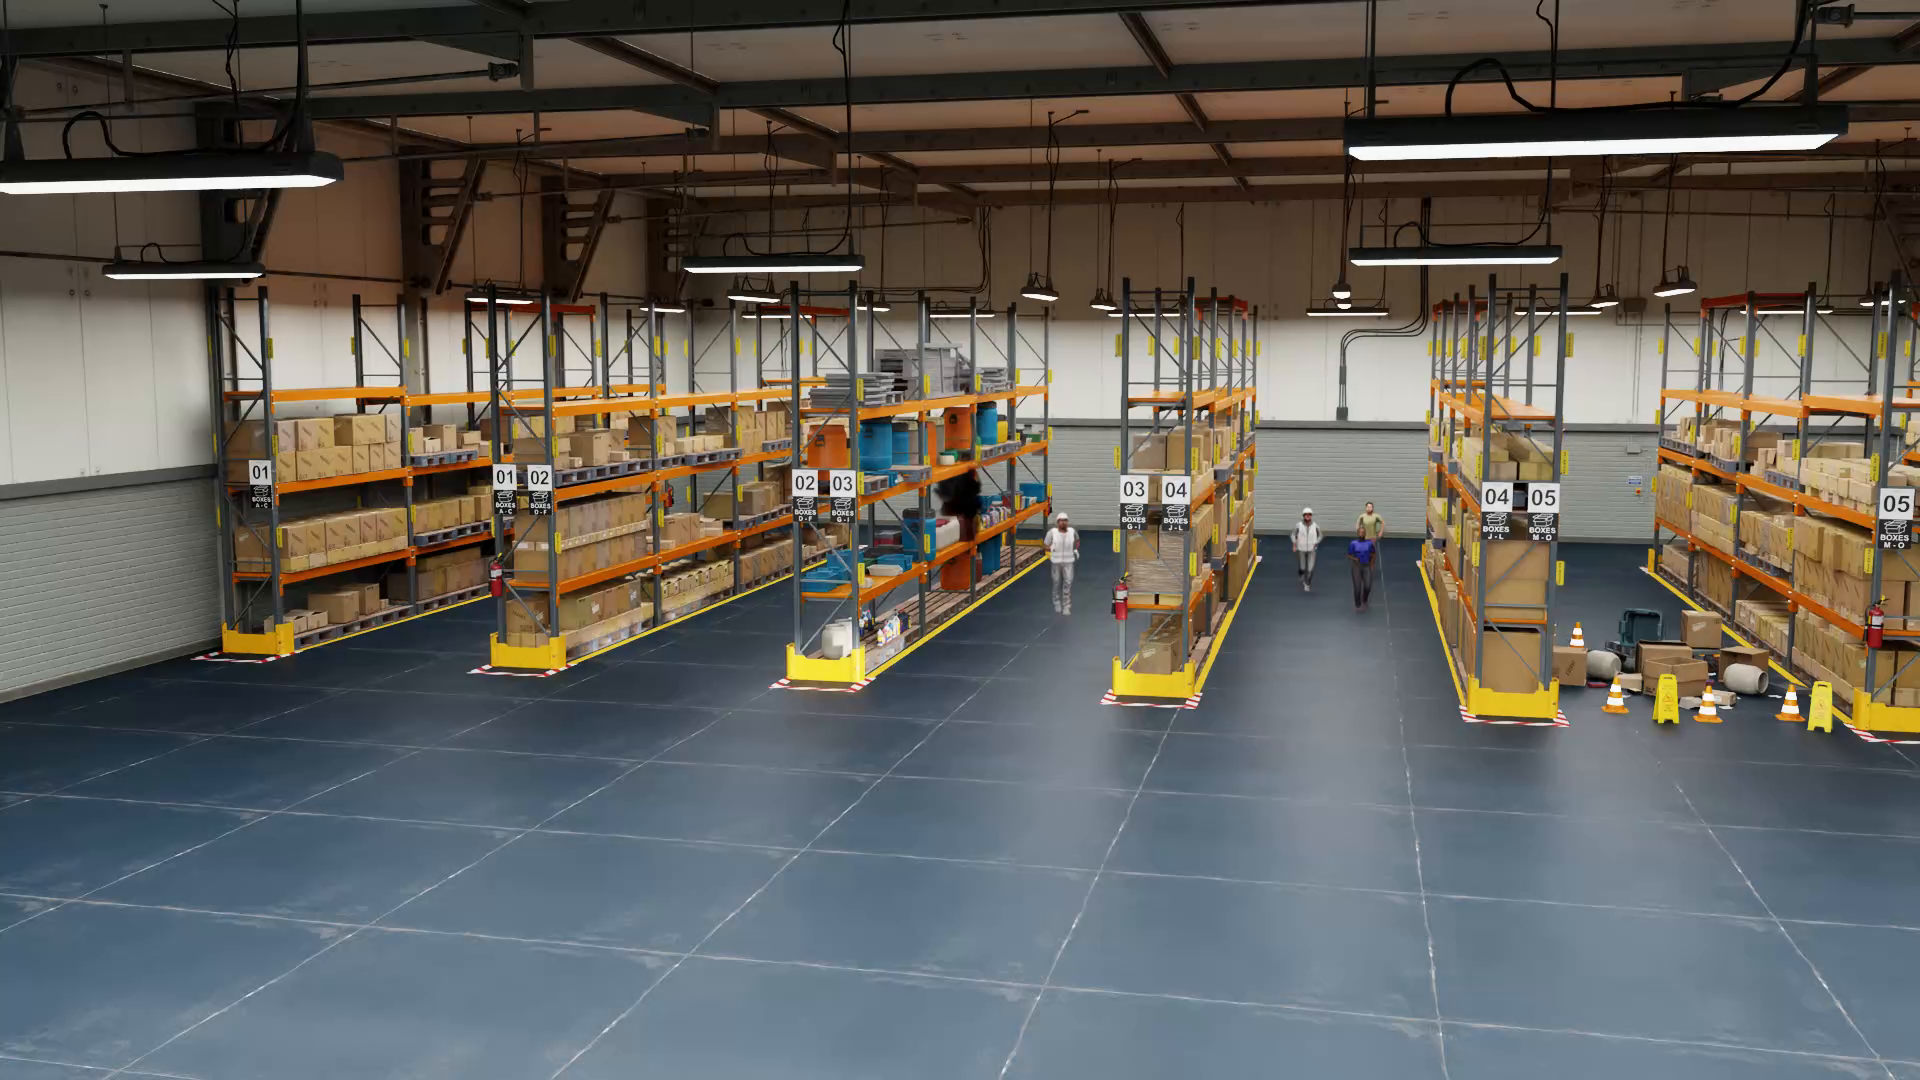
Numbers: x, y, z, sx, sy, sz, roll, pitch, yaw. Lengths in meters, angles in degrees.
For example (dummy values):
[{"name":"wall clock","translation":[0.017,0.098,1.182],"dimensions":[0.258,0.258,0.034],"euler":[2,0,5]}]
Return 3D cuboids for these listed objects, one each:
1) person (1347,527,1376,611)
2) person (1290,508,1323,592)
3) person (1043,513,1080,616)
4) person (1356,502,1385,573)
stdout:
[{"name":"person","translation":[7.638,0.565,31.584],"dimensions":[0.563,1.618,0.572],"euler":[1,7,8]},{"name":"person","translation":[7.183,0.200,34.458],"dimensions":[0.660,1.733,0.585],"euler":[1,7,7]},{"name":"person","translation":[1.816,0.431,29.468],"dimensions":[0.681,1.827,0.909],"euler":[0,7,-3]},{"name":"person","translation":[9.050,-0.024,36.746],"dimensions":[0.615,1.635,0.560],"euler":[2,7,17]}]
